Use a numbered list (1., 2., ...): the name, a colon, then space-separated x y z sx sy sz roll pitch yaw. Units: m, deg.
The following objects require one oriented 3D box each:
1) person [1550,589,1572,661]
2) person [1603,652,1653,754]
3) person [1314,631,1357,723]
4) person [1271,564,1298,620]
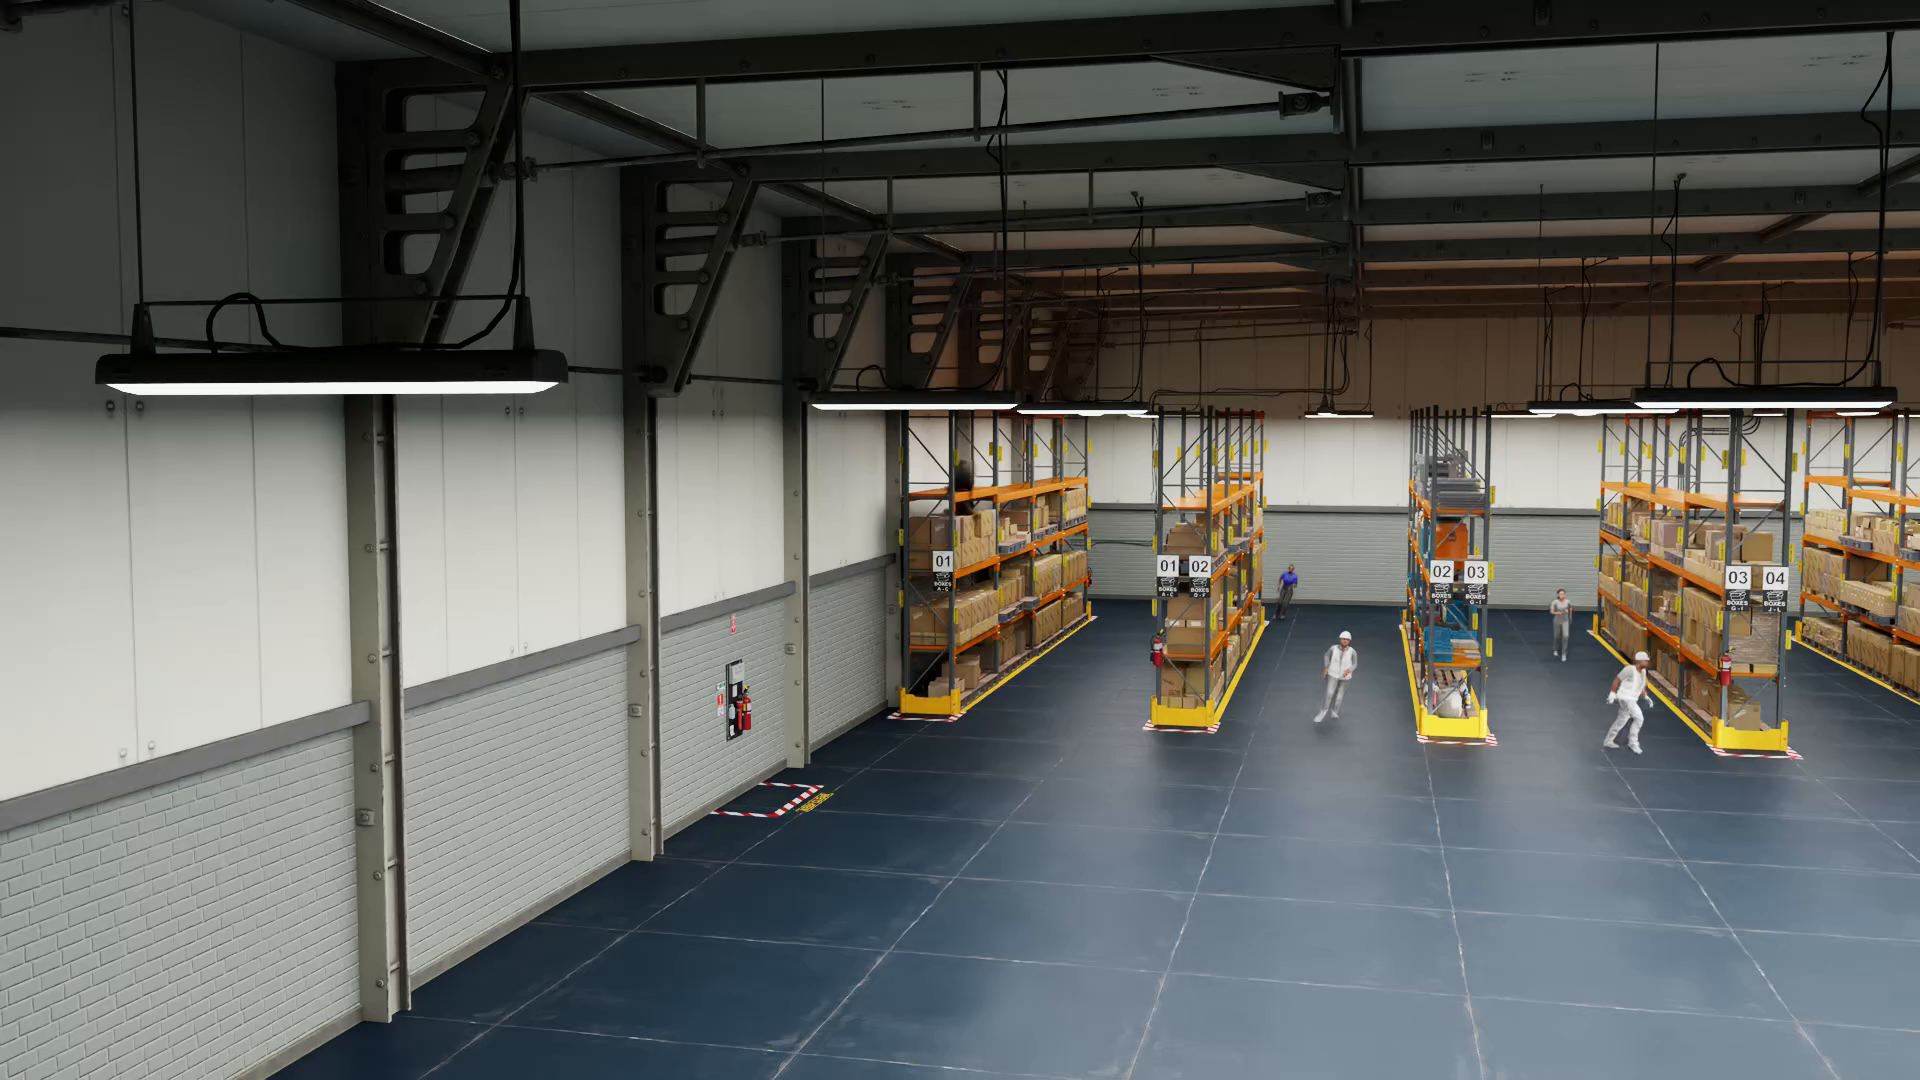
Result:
1. person: 14.411 2.026 39.876 0.545 1.722 0.838 1 4 11
2. person: 11.630 2.785 28.907 0.760 1.729 0.582 4 5 41
3. person: 7.124 2.585 31.524 0.787 1.723 0.783 1 4 10
4. person: 9.328 1.494 47.781 0.746 1.602 0.709 1 4 16
